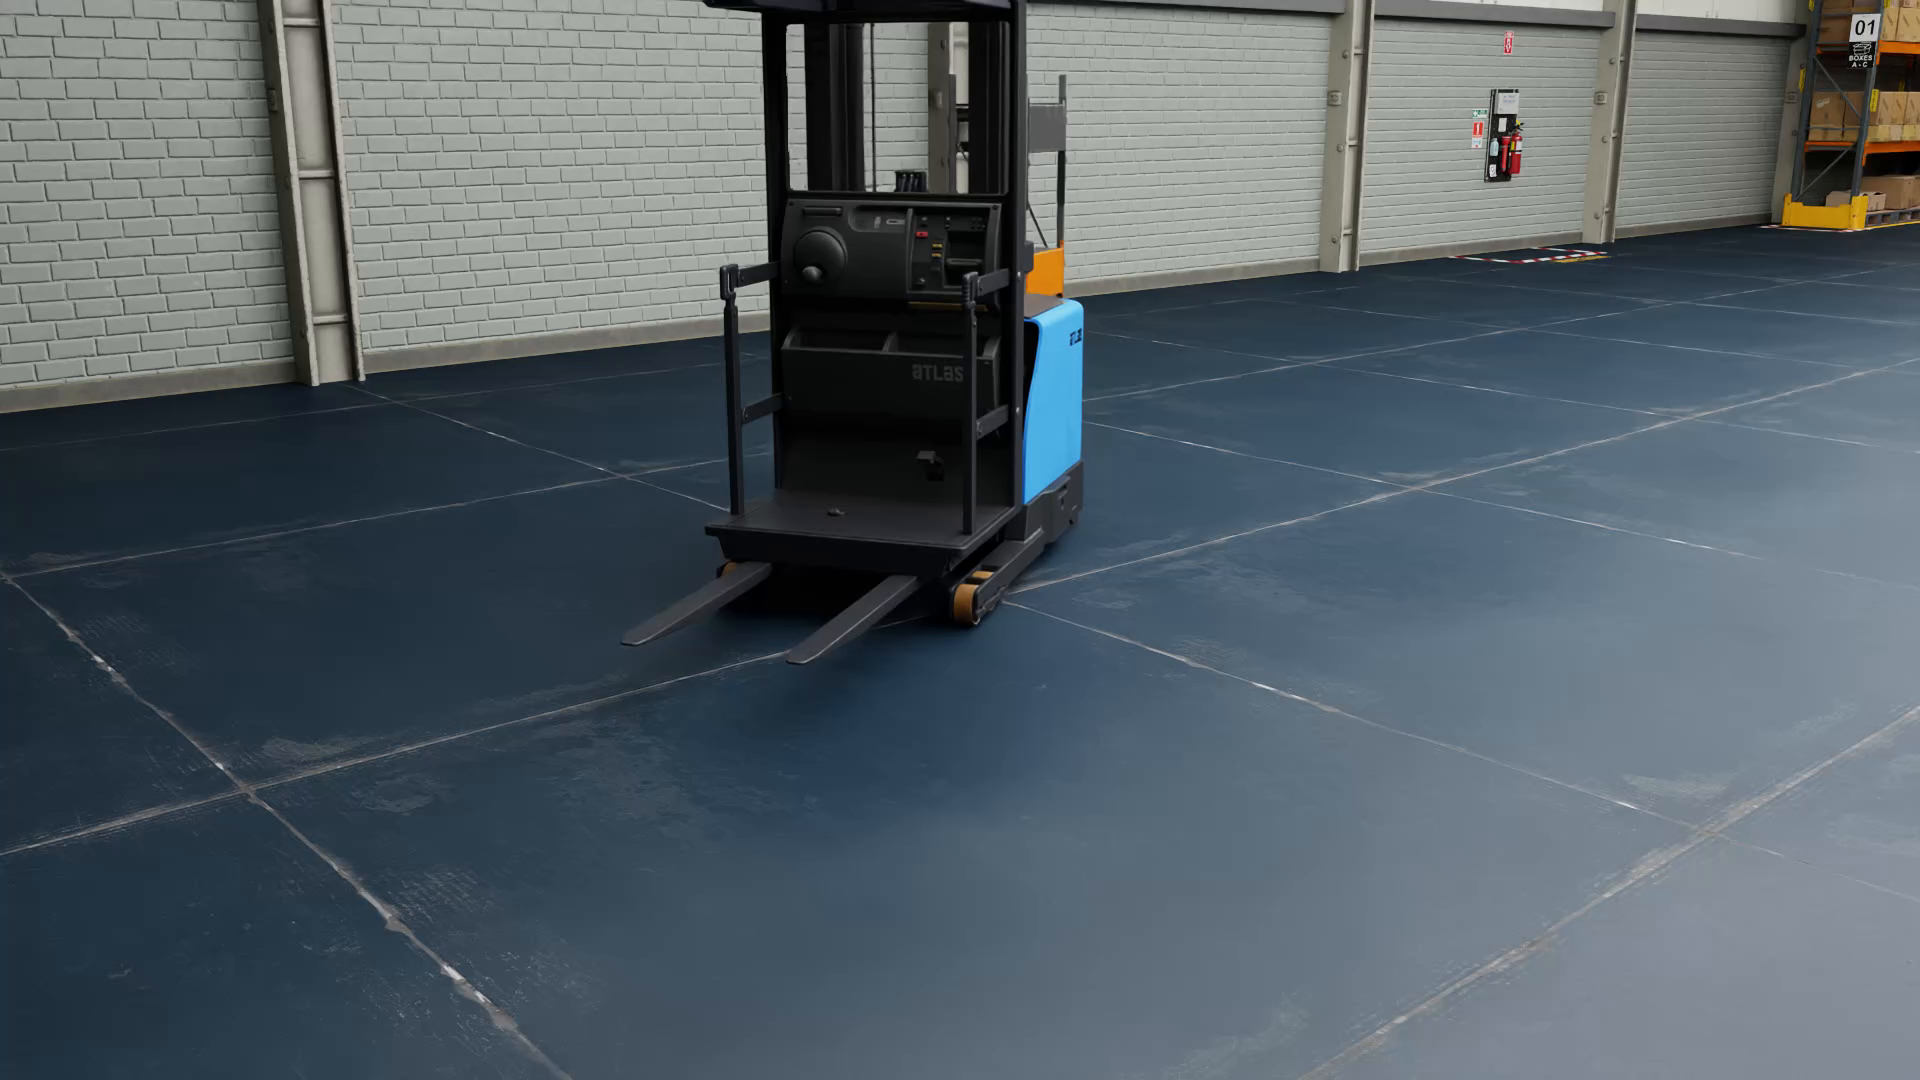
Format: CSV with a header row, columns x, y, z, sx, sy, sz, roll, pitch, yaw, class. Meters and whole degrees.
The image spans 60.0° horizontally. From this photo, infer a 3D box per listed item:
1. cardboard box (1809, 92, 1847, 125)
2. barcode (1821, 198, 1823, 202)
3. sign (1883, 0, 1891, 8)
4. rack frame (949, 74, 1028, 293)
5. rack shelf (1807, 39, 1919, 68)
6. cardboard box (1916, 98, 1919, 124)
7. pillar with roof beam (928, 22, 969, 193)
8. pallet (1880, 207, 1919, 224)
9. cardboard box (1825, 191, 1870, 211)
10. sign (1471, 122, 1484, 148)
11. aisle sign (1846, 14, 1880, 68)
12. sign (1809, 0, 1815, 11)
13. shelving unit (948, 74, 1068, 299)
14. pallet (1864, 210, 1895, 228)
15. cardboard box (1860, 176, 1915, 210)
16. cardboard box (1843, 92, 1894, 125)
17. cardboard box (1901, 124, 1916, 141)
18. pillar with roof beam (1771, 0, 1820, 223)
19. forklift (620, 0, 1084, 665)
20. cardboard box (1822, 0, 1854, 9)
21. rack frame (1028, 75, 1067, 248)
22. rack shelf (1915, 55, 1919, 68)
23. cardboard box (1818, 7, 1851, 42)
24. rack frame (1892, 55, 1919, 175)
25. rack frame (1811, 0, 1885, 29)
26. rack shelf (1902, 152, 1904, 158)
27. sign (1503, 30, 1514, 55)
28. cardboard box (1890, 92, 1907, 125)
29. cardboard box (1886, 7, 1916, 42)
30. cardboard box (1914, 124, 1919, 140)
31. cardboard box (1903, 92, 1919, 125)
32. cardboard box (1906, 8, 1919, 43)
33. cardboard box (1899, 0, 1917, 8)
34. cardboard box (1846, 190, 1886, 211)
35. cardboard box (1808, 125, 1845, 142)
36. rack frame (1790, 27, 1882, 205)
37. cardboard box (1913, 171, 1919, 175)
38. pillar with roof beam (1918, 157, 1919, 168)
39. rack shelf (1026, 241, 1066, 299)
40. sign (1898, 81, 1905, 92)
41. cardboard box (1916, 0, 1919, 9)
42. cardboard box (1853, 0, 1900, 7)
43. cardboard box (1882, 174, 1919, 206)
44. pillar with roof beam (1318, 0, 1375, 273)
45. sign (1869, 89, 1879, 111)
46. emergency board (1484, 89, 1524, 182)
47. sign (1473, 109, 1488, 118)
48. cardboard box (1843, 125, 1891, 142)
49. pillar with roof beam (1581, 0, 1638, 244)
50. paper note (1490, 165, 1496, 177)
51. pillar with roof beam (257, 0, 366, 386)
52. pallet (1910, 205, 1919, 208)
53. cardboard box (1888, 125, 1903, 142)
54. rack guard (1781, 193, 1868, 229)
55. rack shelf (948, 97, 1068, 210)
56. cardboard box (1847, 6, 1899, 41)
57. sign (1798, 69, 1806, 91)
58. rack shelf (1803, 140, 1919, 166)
x,y,z,sx,sy,sz,roll,pitch,yaw,class
13.787,-6.809,26.227,0.500,0.500,0.500,-13,20,-40,cardboard box
13.903,-5.487,26.818,0.075,0.075,0.001,-13,19,-39,barcode
13.927,-8.154,24.958,0.005,0.325,0.100,-13,19,-39,sign
0.134,-1.178,8.090,0.400,2.100,0.015,7,16,24,rack frame
15.080,-7.829,26.827,4.000,0.370,1.077,-13,19,-39,rack shelf
15.283,-6.968,26.822,0.500,0.500,0.500,-12,19,-38,cardboard box
2.778,-5.686,11.600,0.400,9.000,9.100,-13,19,-39,pillar with roof beam
15.184,-5.390,27.520,1.213,0.211,1.003,-13,19,-39,pallet
14.152,-5.401,26.516,0.500,0.311,0.500,13,20,41,cardboard box
6.631,-5.191,21.302,0.234,0.329,0.001,-13,19,-39,sign
13.714,-7.573,25.253,0.004,0.787,0.394,-13,19,-39,aisle sign
13.222,-8.376,25.769,0.005,0.325,0.100,-13,19,-39,sign
0.237,-1.235,8.304,0.431,2.100,0.503,7,16,24,shelving unit
14.264,-5.184,26.750,1.213,0.211,1.003,-13,19,-39,pallet
15.168,-5.704,27.282,0.500,0.500,0.700,-14,21,-43,cardboard box
14.128,-6.710,25.857,0.500,0.500,0.500,-13,19,-39,cardboard box
14.918,-6.522,26.606,0.500,0.250,0.500,-13,20,-40,cardboard box
16.357,-8.735,23.015,0.400,9.000,9.100,-13,19,-39,pillar with roof beam
-0.350,-1.198,6.555,1.130,2.935,3.031,5,16,18,forklift
13.724,-8.502,25.785,0.500,0.500,0.500,-12,19,-37,cardboard box
0.341,-1.292,8.517,0.400,2.100,0.015,7,16,24,rack frame
18.097,-8.506,29.364,4.000,0.370,1.077,-13,19,-39,rack shelf
13.719,-8.015,25.899,0.500,0.500,0.500,-11,18,-35,cardboard box
16.588,-7.066,28.390,0.127,3.000,1.000,-13,19,-39,rack frame
13.571,-9.286,25.079,0.127,3.000,1.000,-13,19,-39,rack frame
18.097,-7.057,29.751,4.000,0.370,1.077,-13,19,-39,rack shelf
7.044,-6.385,21.351,0.199,0.298,0.001,-13,19,-39,sign
14.508,-6.792,26.163,0.500,0.500,0.500,-13,19,-39,cardboard box
14.416,-7.987,25.795,0.500,0.500,0.500,-11,19,-36,cardboard box
15.301,-6.607,26.925,0.500,0.250,0.500,-12,19,-39,cardboard box
14.902,-6.878,26.486,0.500,0.500,0.500,-13,20,-41,cardboard box
14.805,-8.076,26.127,0.500,0.500,0.500,-12,19,-37,cardboard box
14.432,-8.471,25.670,0.500,0.500,0.500,-13,20,-40,cardboard box
14.582,-5.498,26.878,0.500,0.311,0.500,-11,18,-35,cardboard box
13.796,-6.442,26.307,0.500,0.250,0.500,-12,19,-39,cardboard box
13.571,-6.388,25.853,0.127,3.000,1.000,-13,19,-39,rack frame
17.133,-6.198,29.134,0.500,0.500,0.700,-12,19,-38,cardboard box
20.883,-9.752,26.821,0.400,9.000,9.100,-13,19,-39,pillar with roof beam
0.237,-1.221,8.307,0.431,0.518,0.480,7,16,24,rack shelf
16.221,-7.733,28.642,0.005,0.325,0.100,-13,19,-39,sign
14.812,-8.560,26.003,0.500,0.500,0.500,-12,19,-38,cardboard box
14.021,-8.396,25.389,0.500,0.500,0.500,14,21,43,cardboard box
15.832,-5.887,27.968,0.500,0.500,0.500,14,21,43,cardboard box
7.305,-6.703,15.405,0.400,9.000,9.100,-13,19,-39,pillar with roof beam
13.927,-6.701,25.346,0.005,0.325,0.100,-13,19,-39,sign
7.116,-5.247,21.583,0.643,1.169,0.194,-13,19,-39,emergency board
6.640,-5.446,21.230,0.331,0.109,0.001,-13,19,-39,sign
14.147,-6.346,25.948,0.500,0.250,0.500,-13,20,-41,cardboard box
11.831,-7.719,19.210,0.400,9.000,9.100,-13,19,-39,pillar with roof beam
6.937,-4.805,21.634,0.142,0.148,0.016,-13,19,-39,paper note
-1.748,-4.670,7.795,0.400,9.000,9.100,-13,19,-39,pillar with roof beam
16.105,-5.598,28.298,1.213,0.211,1.003,-13,19,-39,pallet
14.530,-6.437,26.287,0.500,0.250,0.500,-13,20,-41,cardboard box
13.628,-5.193,26.224,0.348,0.500,1.175,-13,19,-39,rack guard
0.237,-1.898,8.126,0.431,0.518,0.480,7,16,24,rack shelf
13.987,-7.903,25.480,0.500,0.500,0.500,-12,19,-38,cardboard box
13.222,-7.212,26.080,0.005,0.325,0.100,-13,19,-39,sign
15.080,-6.379,27.214,4.000,0.370,1.077,-13,19,-39,rack shelf
